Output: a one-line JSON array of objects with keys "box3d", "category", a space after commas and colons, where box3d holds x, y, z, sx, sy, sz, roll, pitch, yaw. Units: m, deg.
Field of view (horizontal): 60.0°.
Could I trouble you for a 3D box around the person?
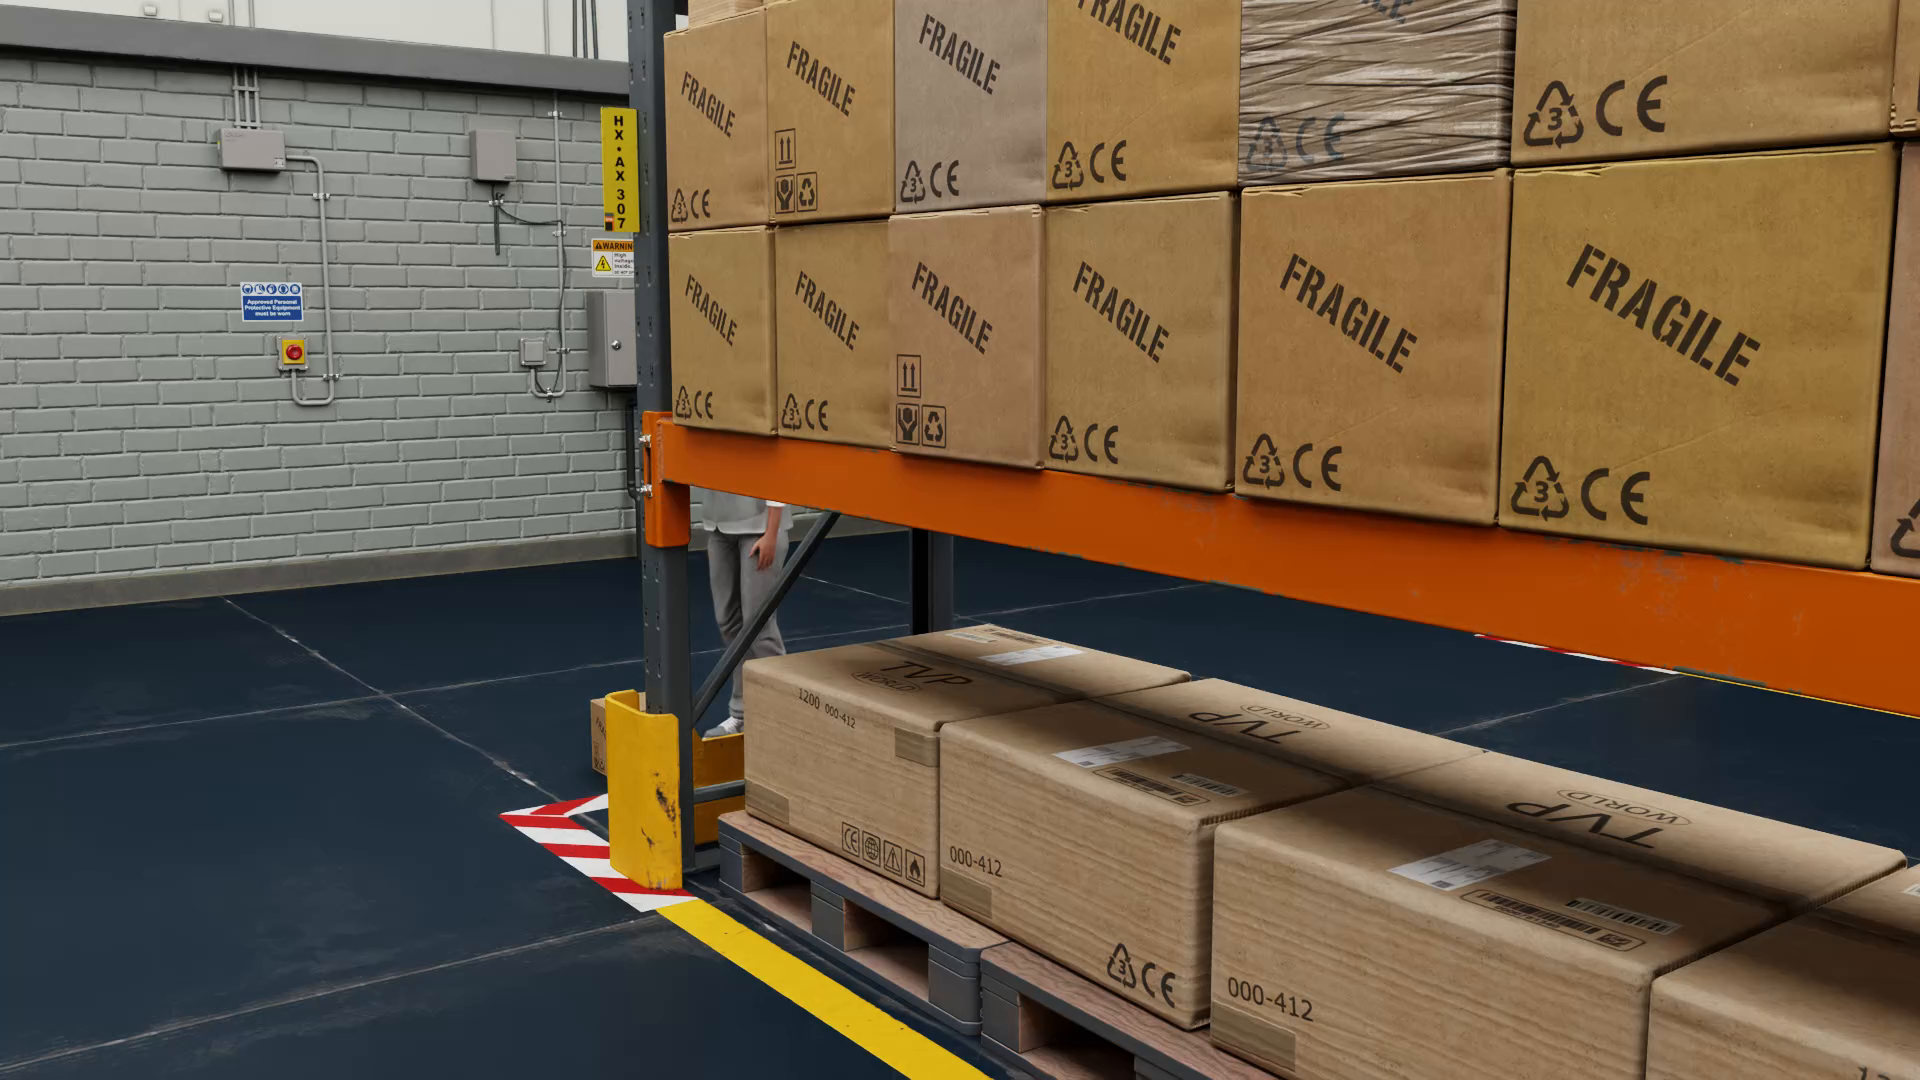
[{"box3d": [-0.761, -0.018, 6.009, 0.300, 1.604, 0.406, -7, 11, -41], "category": "person"}]
